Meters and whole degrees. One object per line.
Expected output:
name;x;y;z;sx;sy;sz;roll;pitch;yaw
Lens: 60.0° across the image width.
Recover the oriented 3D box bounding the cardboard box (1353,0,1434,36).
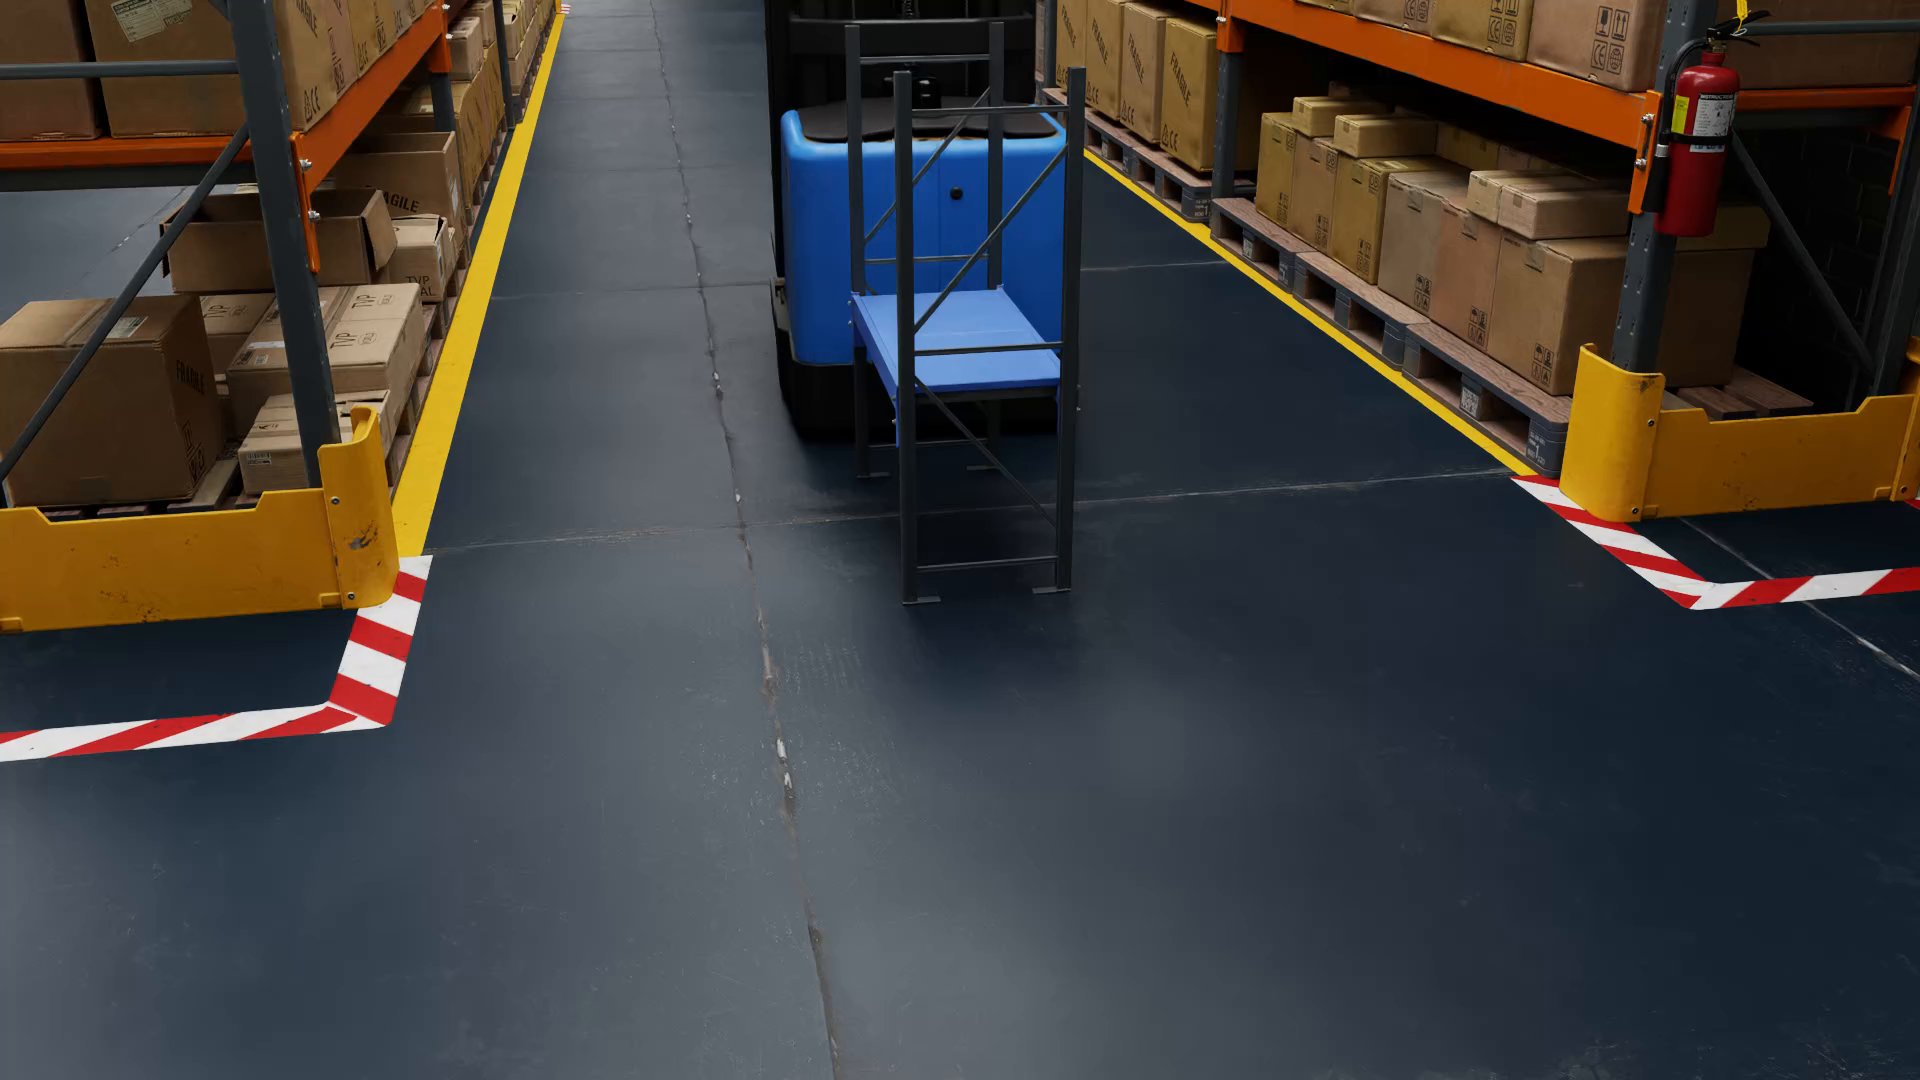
cardboard box;2.239;-2.469;6.780;0.980;0.700;0.700;-5;24;-12

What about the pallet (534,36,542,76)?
pallet;-4.291;-4.333;14.907;1.003;0.211;1.213;-4;24;-10

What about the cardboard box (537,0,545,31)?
cardboard box;-4.254;-5.035;15.941;0.500;0.250;0.500;-4;24;-10

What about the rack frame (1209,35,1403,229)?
rack frame;1.881;-3.119;8.644;1.000;3.000;0.127;-4;24;-10

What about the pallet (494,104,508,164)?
pallet;-3.626;-2.750;11.283;1.003;0.211;1.213;-4;24;-10

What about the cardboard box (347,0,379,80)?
cardboard box;-2.261;-1.818;5.539;0.500;0.500;0.500;-4;24;-10

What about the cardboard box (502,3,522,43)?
cardboard box;-3.640;-3.947;12.750;0.500;0.311;0.500;-5;24;-11

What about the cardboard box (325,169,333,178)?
cardboard box;-3.360;-1.980;8.609;0.500;0.500;0.500;-4;24;-10

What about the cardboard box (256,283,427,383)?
cardboard box;-2.254;-0.747;6.099;0.500;0.250;0.500;-4;24;-10

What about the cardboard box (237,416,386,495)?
cardboard box;-1.987;-0.263;5.116;0.380;0.149;0.250;-4;24;-10

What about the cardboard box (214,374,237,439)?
cardboard box;-2.576;-0.442;5.505;0.380;0.166;0.250;-4;24;-10

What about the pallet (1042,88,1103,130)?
pallet;1.213;-3.099;12.081;1.003;0.211;1.213;-4;24;-10

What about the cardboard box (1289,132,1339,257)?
cardboard box;2.008;-1.666;7.916;0.700;0.500;0.500;-5;24;-10

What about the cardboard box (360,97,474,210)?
cardboard box;-2.837;-2.015;8.690;0.500;0.500;0.500;-5;24;-12

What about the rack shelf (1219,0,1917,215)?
rack shelf;2.251;-2.003;6.986;1.077;0.370;4.000;-4;24;-10

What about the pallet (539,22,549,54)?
pallet;-4.572;-4.936;16.287;1.003;0.211;1.213;-4;24;-10

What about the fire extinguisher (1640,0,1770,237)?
fire extinguisher;2.195;-1.246;4.917;0.296;0.674;0.183;-4;24;-10

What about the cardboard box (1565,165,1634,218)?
cardboard box;2.518;-1.323;6.319;0.380;0.149;0.250;-4;24;-10

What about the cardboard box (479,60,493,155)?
cardboard box;-3.124;-2.620;10.075;0.500;0.500;0.500;-5;24;-12

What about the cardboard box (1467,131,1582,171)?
cardboard box;2.376;-1.622;7.004;0.380;0.149;0.250;-4;24;-9

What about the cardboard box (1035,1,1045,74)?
cardboard box;0.957;-4.028;13.298;0.700;0.500;0.500;-4;24;-9

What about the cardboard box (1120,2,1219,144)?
cardboard box;1.466;-2.922;10.353;0.750;0.750;0.750;-4;24;-8

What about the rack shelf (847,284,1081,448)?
rack shelf;-0.016;-0.556;5.099;0.538;0.185;1.000;-4;24;-10

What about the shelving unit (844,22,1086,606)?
shelving unit;-0.016;-0.721;5.027;0.538;1.500;1.048;-4;24;-10

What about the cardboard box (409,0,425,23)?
cardboard box;-2.545;-2.416;6.910;0.500;0.500;0.500;-4;24;-8

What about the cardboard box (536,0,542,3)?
cardboard box;-4.244;-5.379;15.793;0.500;0.500;0.500;-4;24;-10

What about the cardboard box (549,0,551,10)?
cardboard box;-4.527;-5.625;17.293;0.500;0.250;0.500;-4;24;-10

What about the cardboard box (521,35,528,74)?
cardboard box;-3.731;-3.886;13.311;0.500;0.250;0.500;-5;24;-11

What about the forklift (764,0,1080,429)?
forklift;-0.271;-2.300;6.854;1.130;2.935;3.031;-3;24;-7

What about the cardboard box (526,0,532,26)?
cardboard box;-3.917;-4.548;14.126;0.500;0.311;0.500;-4;24;-10

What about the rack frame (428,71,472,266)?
rack frame;-2.987;-2.751;7.801;1.000;3.000;0.127;-4;24;-10

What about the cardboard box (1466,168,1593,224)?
cardboard box;2.142;-1.295;6.256;0.380;0.149;0.250;-4;24;-8

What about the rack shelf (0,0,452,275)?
rack shelf;-2.617;-1.635;6.144;1.077;0.370;4.000;-4;24;-10

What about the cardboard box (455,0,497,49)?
cardboard box;-3.308;-3.352;10.813;0.500;0.250;0.500;-3;24;-8

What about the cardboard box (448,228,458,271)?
cardboard box;-2.474;-1.300;7.491;0.380;0.149;0.250;-4;24;-10

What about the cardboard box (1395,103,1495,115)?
cardboard box;2.235;-1.922;7.692;0.380;0.149;0.250;-5;24;-11

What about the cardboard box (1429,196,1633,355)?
cardboard box;2.300;-1.057;6.522;0.700;0.500;0.500;-4;24;-10

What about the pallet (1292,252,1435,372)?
pallet;2.174;-1.055;7.403;1.003;0.211;1.213;-4;24;-10

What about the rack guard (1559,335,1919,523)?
rack guard;2.625;-0.391;5.520;1.175;0.500;0.348;-4;24;-10

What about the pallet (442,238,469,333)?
pallet;-2.861;-1.203;7.740;1.003;0.211;1.213;-4;24;-10

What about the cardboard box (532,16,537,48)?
cardboard box;-4.013;-4.489;14.692;0.500;0.250;0.500;-5;24;-11
